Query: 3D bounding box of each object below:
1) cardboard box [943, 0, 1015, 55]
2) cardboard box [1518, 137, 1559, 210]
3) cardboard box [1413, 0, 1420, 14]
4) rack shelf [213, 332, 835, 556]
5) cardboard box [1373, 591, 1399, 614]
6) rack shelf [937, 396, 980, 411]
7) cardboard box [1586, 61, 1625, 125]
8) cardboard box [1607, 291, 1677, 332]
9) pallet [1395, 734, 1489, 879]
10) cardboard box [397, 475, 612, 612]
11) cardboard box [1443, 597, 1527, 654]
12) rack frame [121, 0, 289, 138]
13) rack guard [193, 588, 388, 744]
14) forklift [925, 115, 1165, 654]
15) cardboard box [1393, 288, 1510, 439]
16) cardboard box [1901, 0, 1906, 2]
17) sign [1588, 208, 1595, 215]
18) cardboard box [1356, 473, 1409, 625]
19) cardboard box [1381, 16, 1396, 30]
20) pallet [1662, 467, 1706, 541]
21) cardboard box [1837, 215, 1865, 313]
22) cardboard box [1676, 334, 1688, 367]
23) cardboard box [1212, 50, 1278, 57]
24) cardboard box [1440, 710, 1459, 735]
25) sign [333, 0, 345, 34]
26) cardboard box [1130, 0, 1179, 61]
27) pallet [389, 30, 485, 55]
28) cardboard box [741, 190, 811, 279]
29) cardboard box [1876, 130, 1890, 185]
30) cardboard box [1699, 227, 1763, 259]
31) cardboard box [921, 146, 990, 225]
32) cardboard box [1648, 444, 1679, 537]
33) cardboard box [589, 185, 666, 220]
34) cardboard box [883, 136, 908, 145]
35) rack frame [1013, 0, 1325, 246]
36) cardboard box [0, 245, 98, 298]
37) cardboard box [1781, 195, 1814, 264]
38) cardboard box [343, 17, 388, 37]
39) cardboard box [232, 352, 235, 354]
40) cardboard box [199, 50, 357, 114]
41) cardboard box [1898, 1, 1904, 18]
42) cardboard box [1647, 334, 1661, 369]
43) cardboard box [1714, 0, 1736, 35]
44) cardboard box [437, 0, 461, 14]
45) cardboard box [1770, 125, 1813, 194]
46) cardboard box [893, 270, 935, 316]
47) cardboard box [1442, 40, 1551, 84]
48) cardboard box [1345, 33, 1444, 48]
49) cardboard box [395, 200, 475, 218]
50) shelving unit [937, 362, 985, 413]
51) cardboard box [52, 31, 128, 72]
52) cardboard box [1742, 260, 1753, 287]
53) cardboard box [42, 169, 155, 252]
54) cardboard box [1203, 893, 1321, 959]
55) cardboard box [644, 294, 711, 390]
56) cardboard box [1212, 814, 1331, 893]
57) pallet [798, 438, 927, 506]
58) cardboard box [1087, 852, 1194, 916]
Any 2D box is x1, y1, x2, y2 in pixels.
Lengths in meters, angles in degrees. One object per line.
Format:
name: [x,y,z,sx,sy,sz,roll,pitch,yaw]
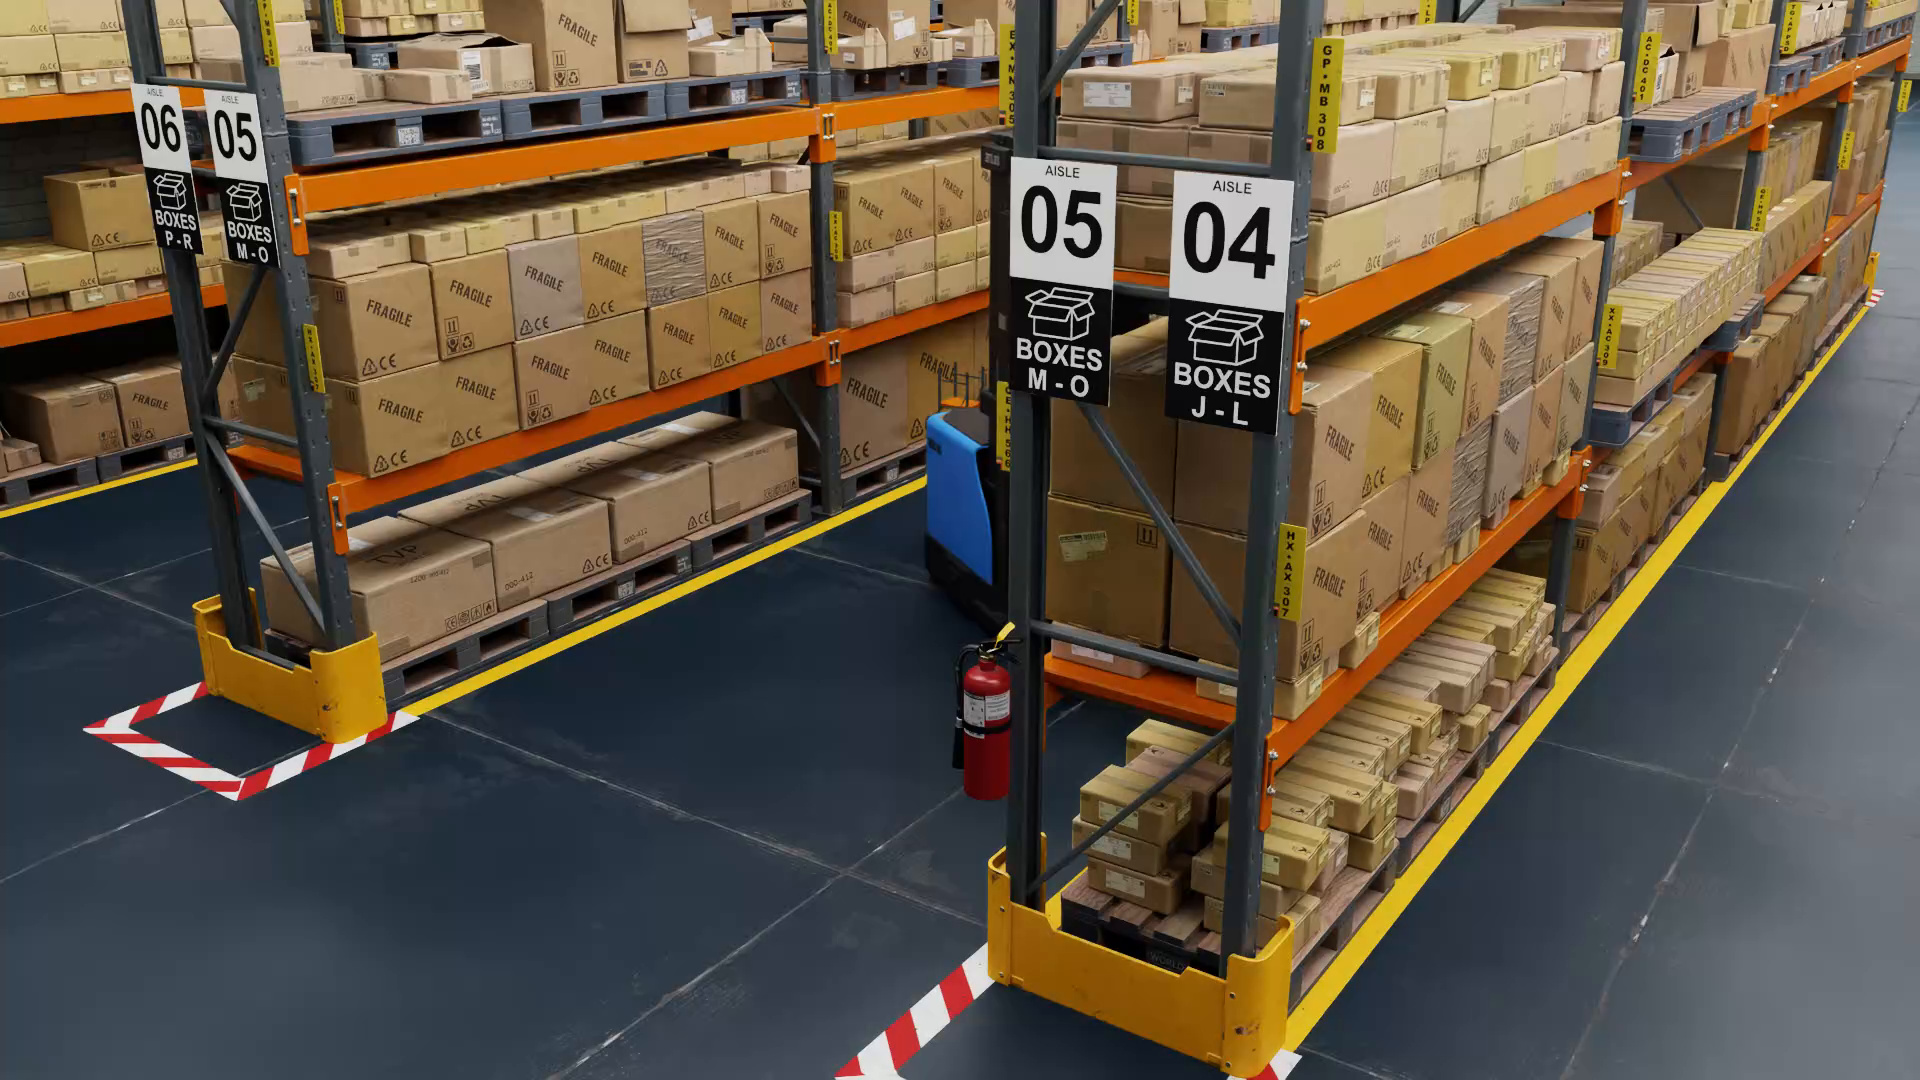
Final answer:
cardboard box: [0.216,-3.914,12.448,0.500,0.500,0.500,14,24,32]
cardboard box: [2.241,-1.597,7.152,0.500,0.250,0.500,13,24,31]
cardboard box: [5.105,-6.256,19.317,0.500,0.250,0.500,13,24,31]
rack shelf: [-2.406,-0.766,10.050,1.077,0.370,4.000,13,24,32]
cardboard box: [1.583,0.173,6.834,0.380,0.149,0.250,13,24,31]
rack shelf: [0.008,-0.863,10.959,0.258,0.103,0.180,13,24,32]
cardboard box: [2.820,-2.130,7.871,0.500,0.250,0.500,12,23,29]
cardboard box: [3.769,-1.277,9.292,0.380,0.149,0.250,14,24,32]
pallet: [1.836,1.118,7.939,1.003,0.211,1.213,13,24,32]
cardboard box: [-2.734,0.002,10.024,0.875,0.438,0.875,14,25,33]
cardboard box: [2.640,0.427,8.434,0.380,0.149,0.250,13,24,31]
rack frame: [-3.530,-3.343,7.333,1.000,3.000,0.127,13,24,32]
rack guard: [-3.543,0.650,8.788,1.175,0.500,0.348,13,24,32]
forklift: [0.826,-0.749,9.064,1.130,2.935,3.031,-9,22,-22]
cardboard box: [1.965,-0.764,6.991,0.500,0.500,0.500,12,24,30]
cardboard box: [9.006,-5.422,16.313,0.500,0.250,0.500,13,24,32]
sign: [4.657,-2.539,12.137,0.100,0.325,0.005,13,24,32]
cardboard box: [1.381,-0.013,6.404,0.500,0.500,0.500,13,24,32]
cardboard box: [4.669,-5.803,18.668,0.380,0.149,0.250,13,24,31]
pallet: [4.677,-0.357,11.926,1.003,0.211,1.213,13,24,32]
cardboard box: [8.796,-2.924,17.304,0.875,0.875,0.875,13,24,31]
cardboard box: [4.051,-1.140,9.780,0.380,0.149,0.250,12,23,29]
cardboard box: [1.179,-1.787,6.370,0.380,0.149,0.250,13,24,31]
cardboard box: [2.161,0.775,7.921,0.380,0.149,0.250,12,23,29]
sign: [-4.936,-4.190,13.200,0.100,0.325,0.005,13,24,32]
cardboard box: [1.508,-4.549,14.771,0.700,0.500,0.500,13,24,32]
pallet: [-4.384,-4.435,14.877,1.213,0.211,1.003,13,24,32]
cardboard box: [-1.318,-2.004,10.774,0.500,0.500,0.500,13,24,31]
cardboard box: [9.444,-4.139,17.915,0.875,0.550,0.550,13,24,32]
cardboard box: [5.221,-2.017,11.293,0.380,0.149,0.250,12,24,30]
cardboard box: [0.036,-2.708,12.676,0.500,0.500,0.500,13,24,31]
cardboard box: [4.385,-0.370,10.940,0.500,0.500,0.500,12,23,29]
cardboard box: [-1.962,-1.993,9.808,0.380,0.149,0.250,13,24,31]
cardboard box: [-0.958,-4.674,19.793,0.500,0.250,0.500,14,24,33]
rack frame: [0.621,-2.407,4.801,1.000,3.000,0.127,13,24,32]
cardboard box: [-6.594,-1.934,11.958,0.500,0.250,0.500,13,24,31]
cardboard box: [6.726,-2.591,13.803,0.500,0.500,0.500,14,24,32]
cardboard box: [-4.892,-4.185,13.545,0.380,0.149,0.250,14,24,33]
cardboard box: [-5.955,-1.437,14.096,0.500,0.311,0.500,14,25,34]
cardboard box: [-3.351,-2.257,8.185,0.500,0.250,0.500,11,23,27]
cardboard box: [8.994,-5.191,16.264,0.380,0.149,0.250,13,24,32]
cardboard box: [3.615,-1.058,9.129,0.380,0.149,0.250,13,24,31]
cardboard box: [4.399,-3.162,9.918,0.396,0.266,0.258,13,24,32]
cardboard box: [-4.466,-4.551,14.104,0.380,0.149,0.250,13,24,31]
cardboard box: [6.805,-3.261,14.171,0.700,0.500,0.500,13,24,31]
cardboard box: [-0.526,-1.831,12.106,0.500,0.250,0.500,13,24,31]
cardboard box: [2.214,-1.980,6.891,0.380,0.149,0.250,13,24,31]
cardboard box: [1.918,-2.164,7.389,0.380,0.149,0.250,12,24,30]
cardboard box: [-2.914,-1.785,9.247,0.380,0.149,0.250,13,24,31]
shelving unit: [0.008,-0.567,11.068,0.258,1.200,0.189,13,24,32]
cardboard box: [-6.323,-3.494,11.851,0.500,0.250,0.500,13,24,31]
cardboard box: [5.068,-1.800,11.135,0.380,0.149,0.250,14,25,34]
cardboard box: [-6.316,-2.426,12.205,0.500,0.500,0.500,14,24,33]
cardboard box: [1.180,1.459,6.501,0.380,0.149,0.250,14,24,33]
cardboard box: [-1.886,-1.246,10.164,0.500,0.500,0.500,13,24,31]
cardboard box: [1.196,1.184,6.388,0.380,0.149,0.250,12,23,29]
pallet: [-0.910,-0.606,12.598,1.003,0.211,1.213,13,24,32]
cardboard box: [0.744,1.355,6.782,0.380,0.149,0.250,14,24,33]
